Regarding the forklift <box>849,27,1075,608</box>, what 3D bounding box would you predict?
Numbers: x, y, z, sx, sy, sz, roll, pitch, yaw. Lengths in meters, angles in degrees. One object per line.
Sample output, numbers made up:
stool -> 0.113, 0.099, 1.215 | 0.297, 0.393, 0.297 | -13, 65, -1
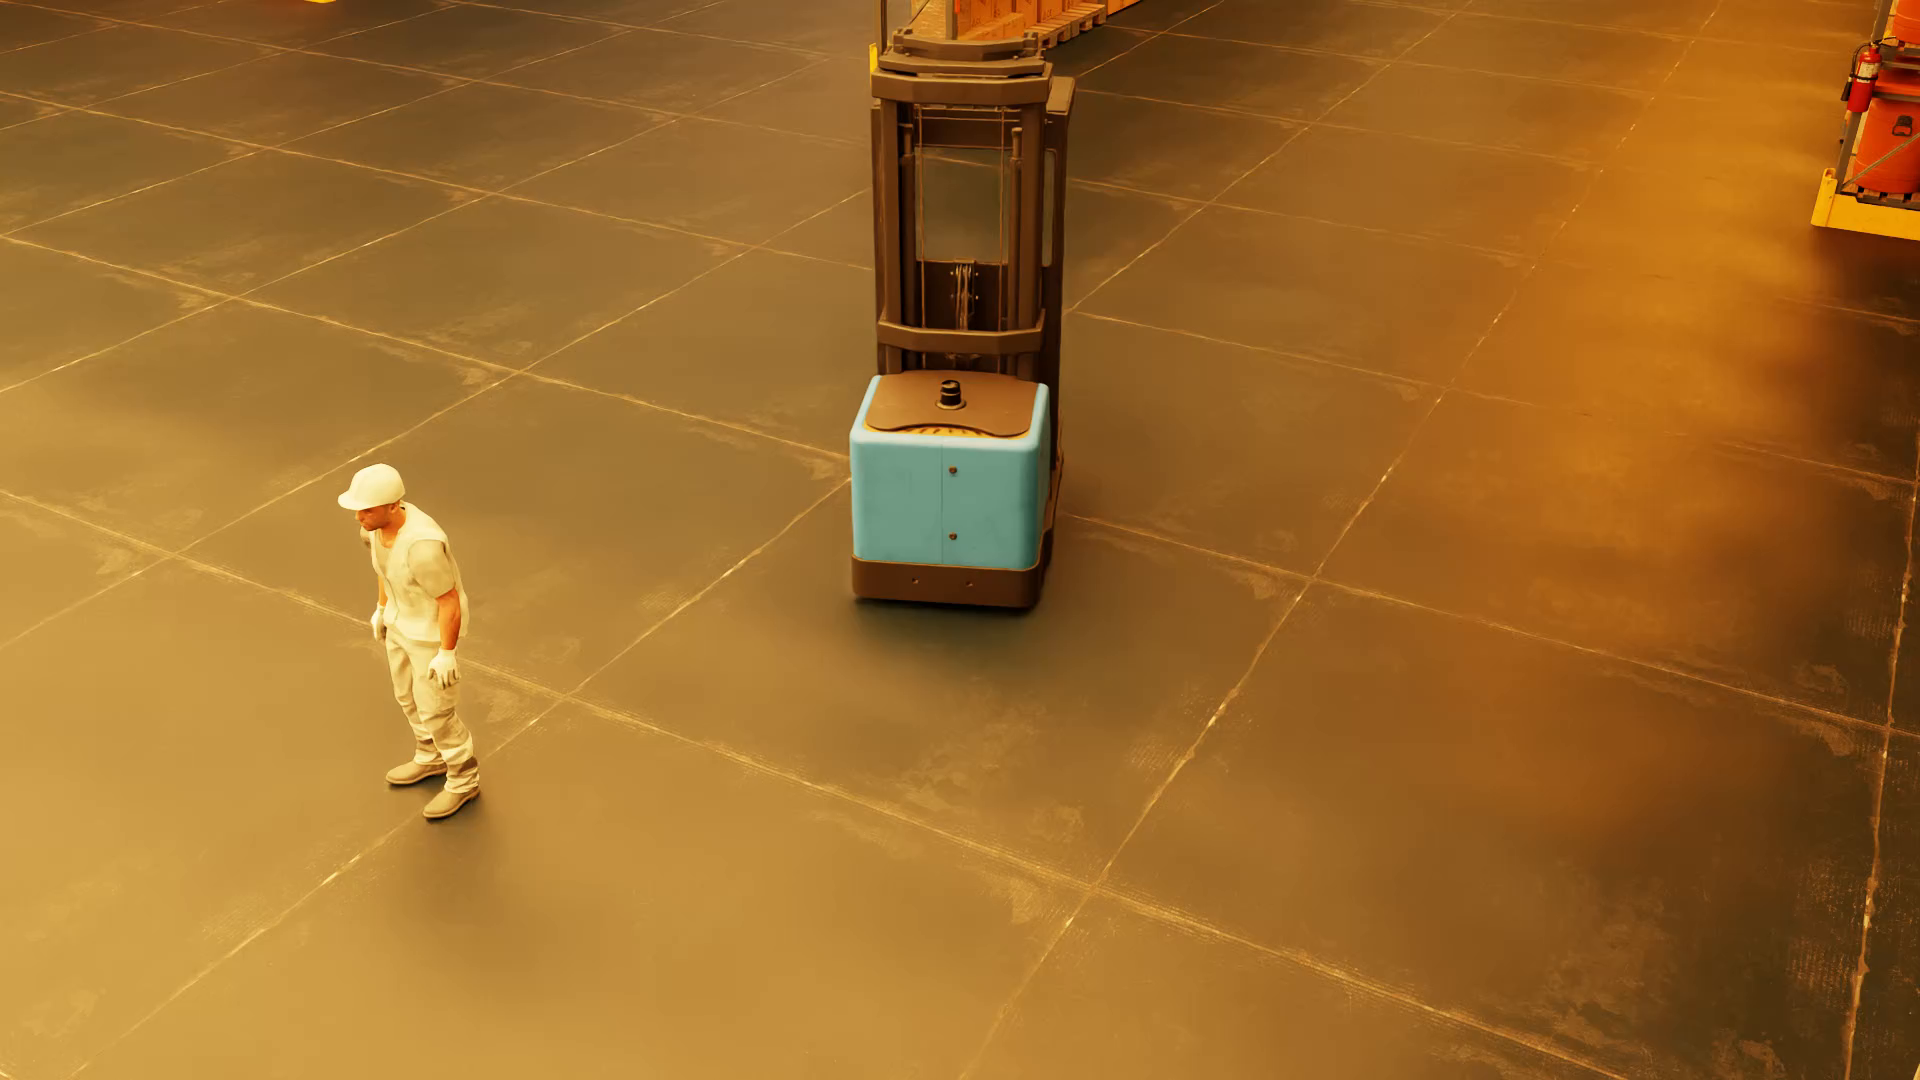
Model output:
forklift -> 0.081, -1.609, 9.858 | 1.130, 2.935, 3.031 | 3, 30, 6

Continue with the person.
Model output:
person -> -2.449, 0.431, 7.481 | 0.612, 1.778, 0.451 | 26, 39, 37
